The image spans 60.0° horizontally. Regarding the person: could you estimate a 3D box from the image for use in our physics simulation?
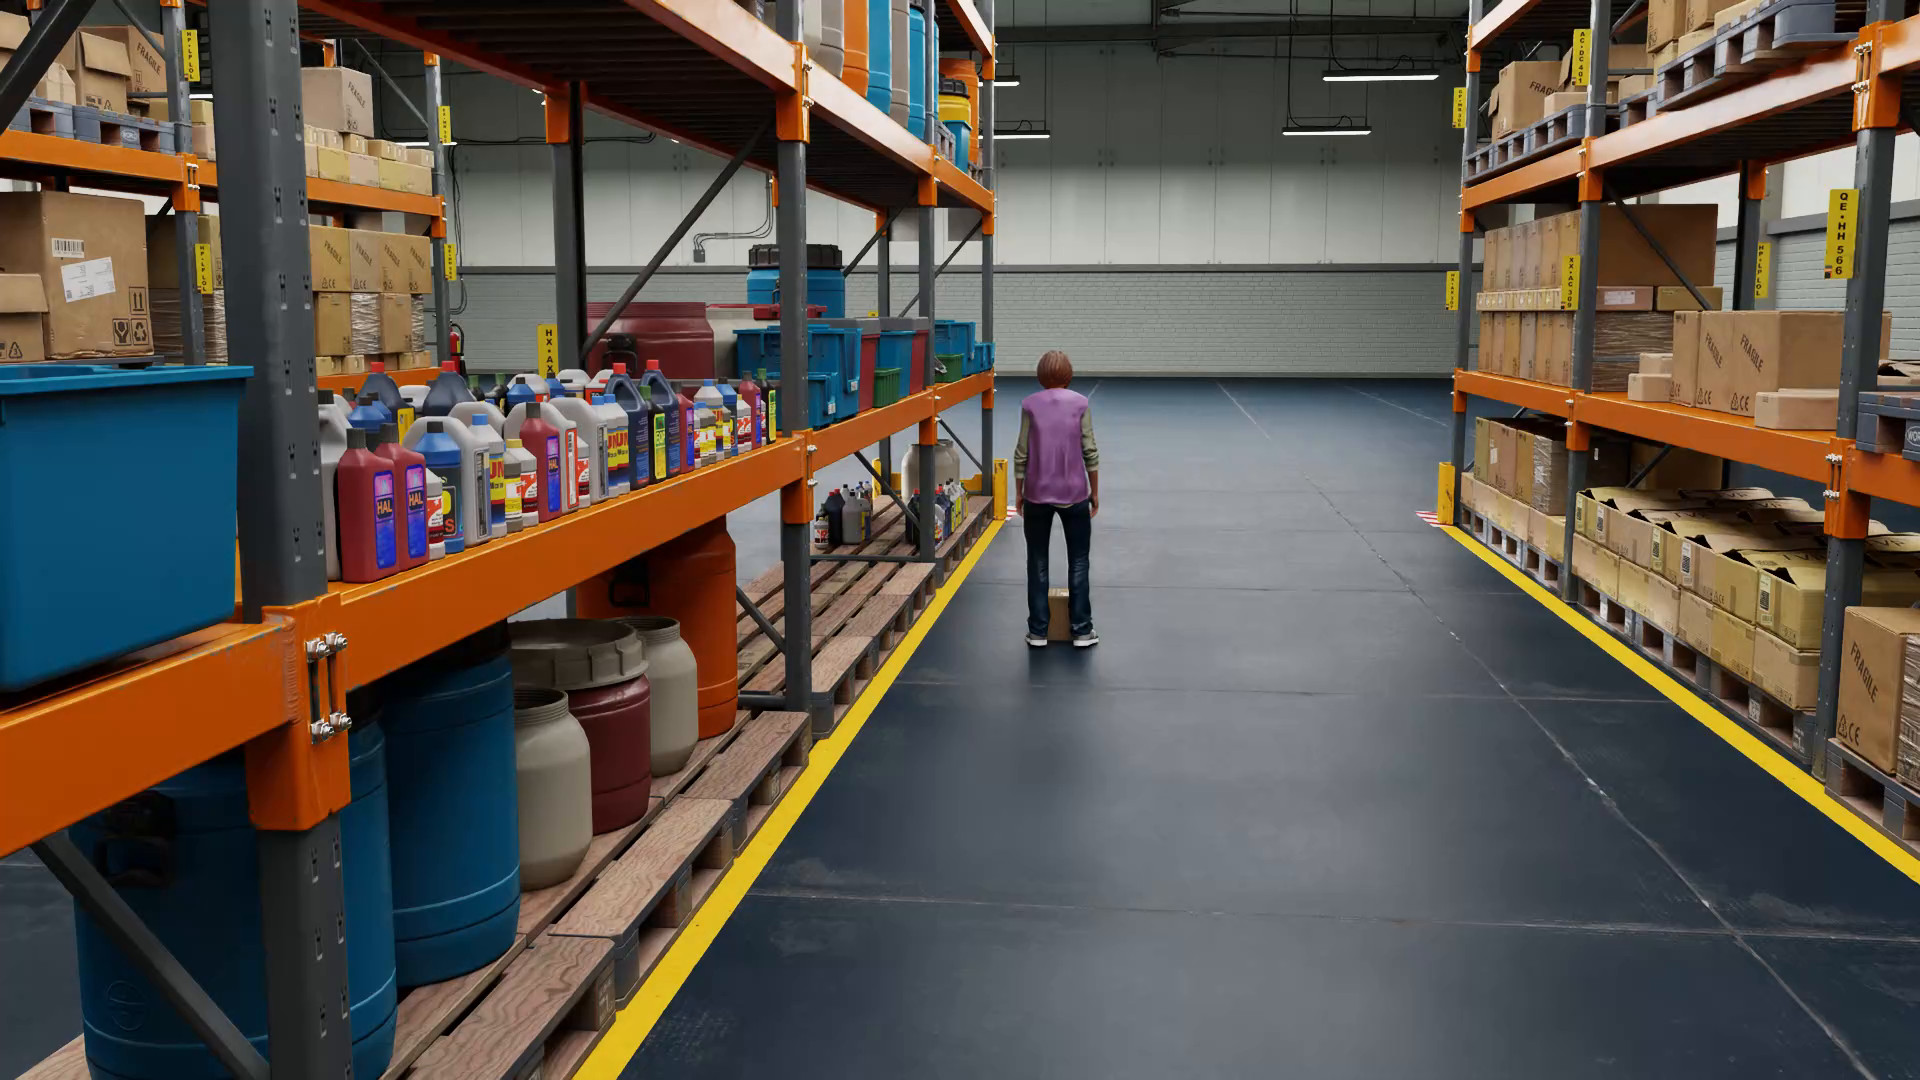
[{"bbox_3d":[0.519,-0.218,8.936,0.463,1.593,0.344,1,8,6],"label":"person"}]
